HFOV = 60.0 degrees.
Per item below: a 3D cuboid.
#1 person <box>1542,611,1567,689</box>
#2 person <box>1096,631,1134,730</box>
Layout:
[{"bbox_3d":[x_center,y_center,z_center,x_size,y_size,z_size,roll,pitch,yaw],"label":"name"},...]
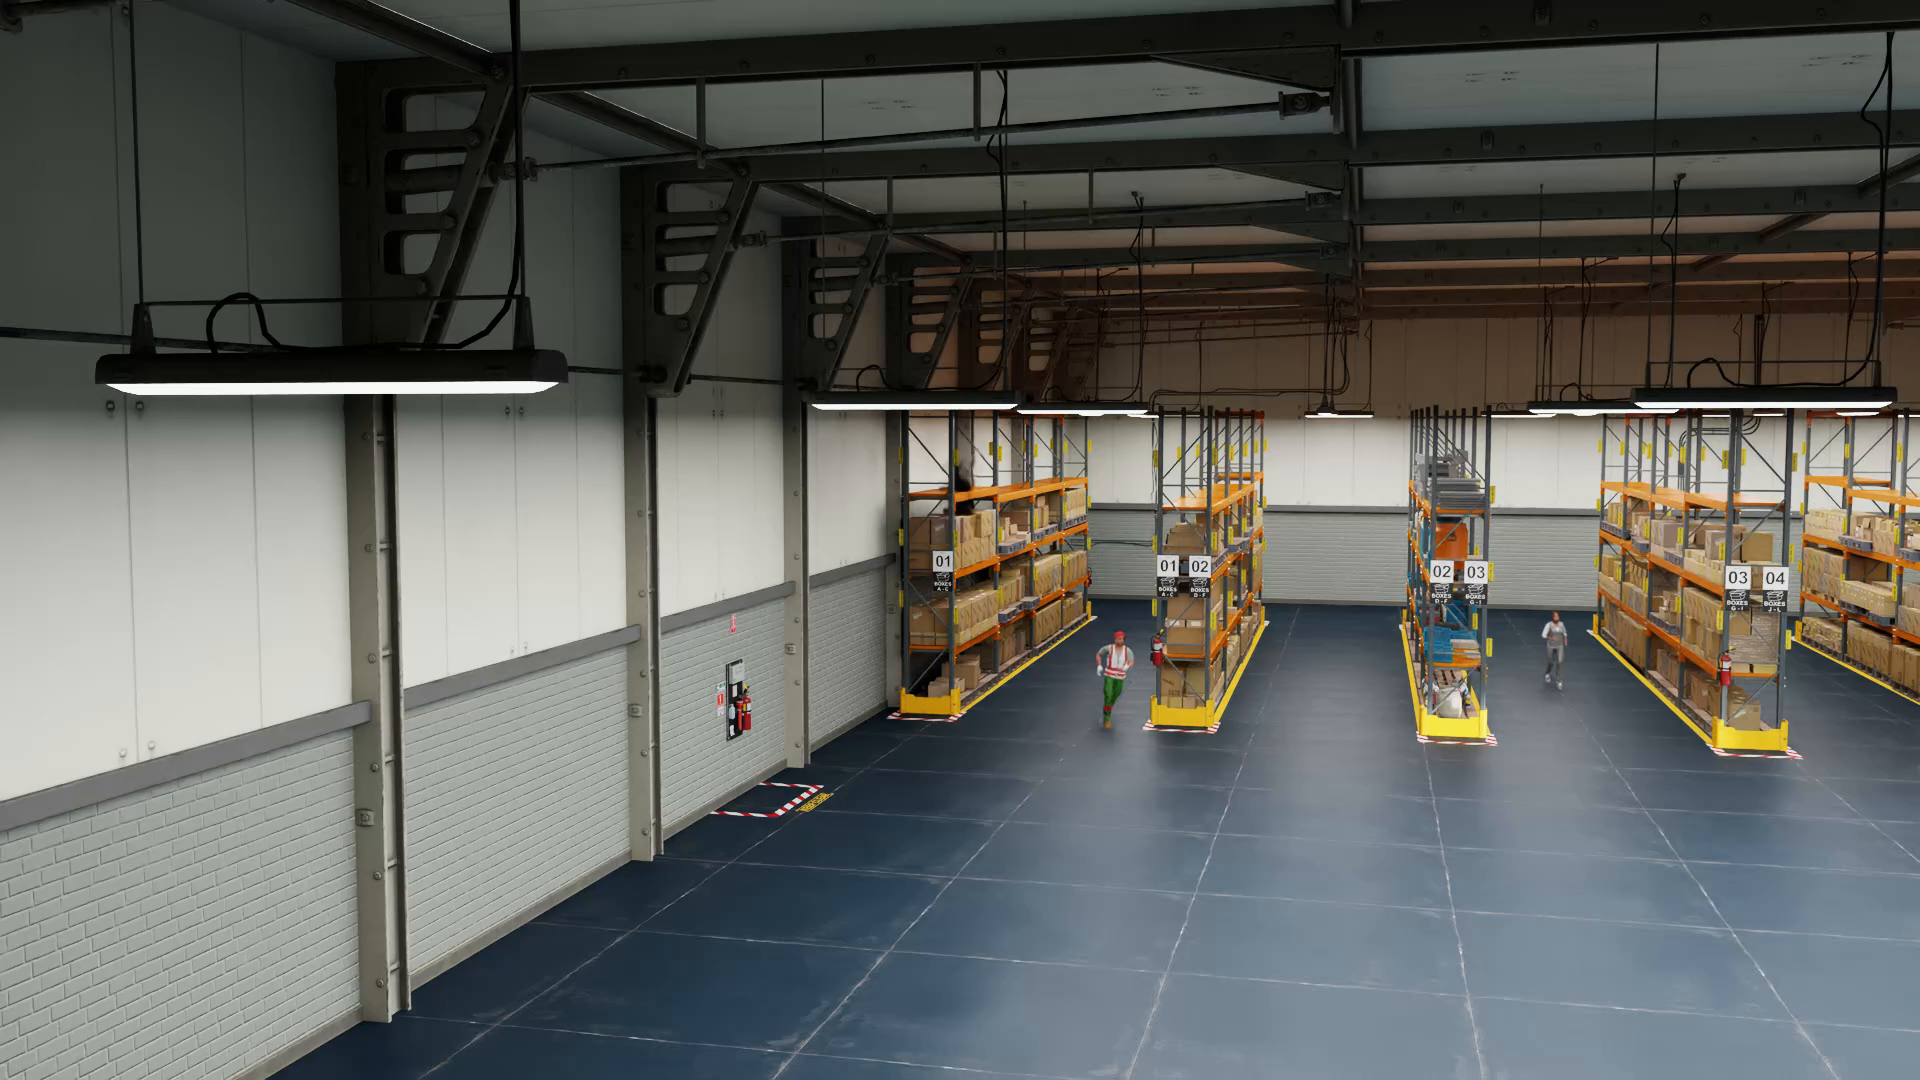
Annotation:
[{"bbox_3d":[12.821,2.346,35.860,0.557,1.634,0.811,0,4,4],"label":"person"},{"bbox_3d":[2.920,2.590,31.246,0.699,1.778,0.963,-1,4,-9],"label":"person"}]
